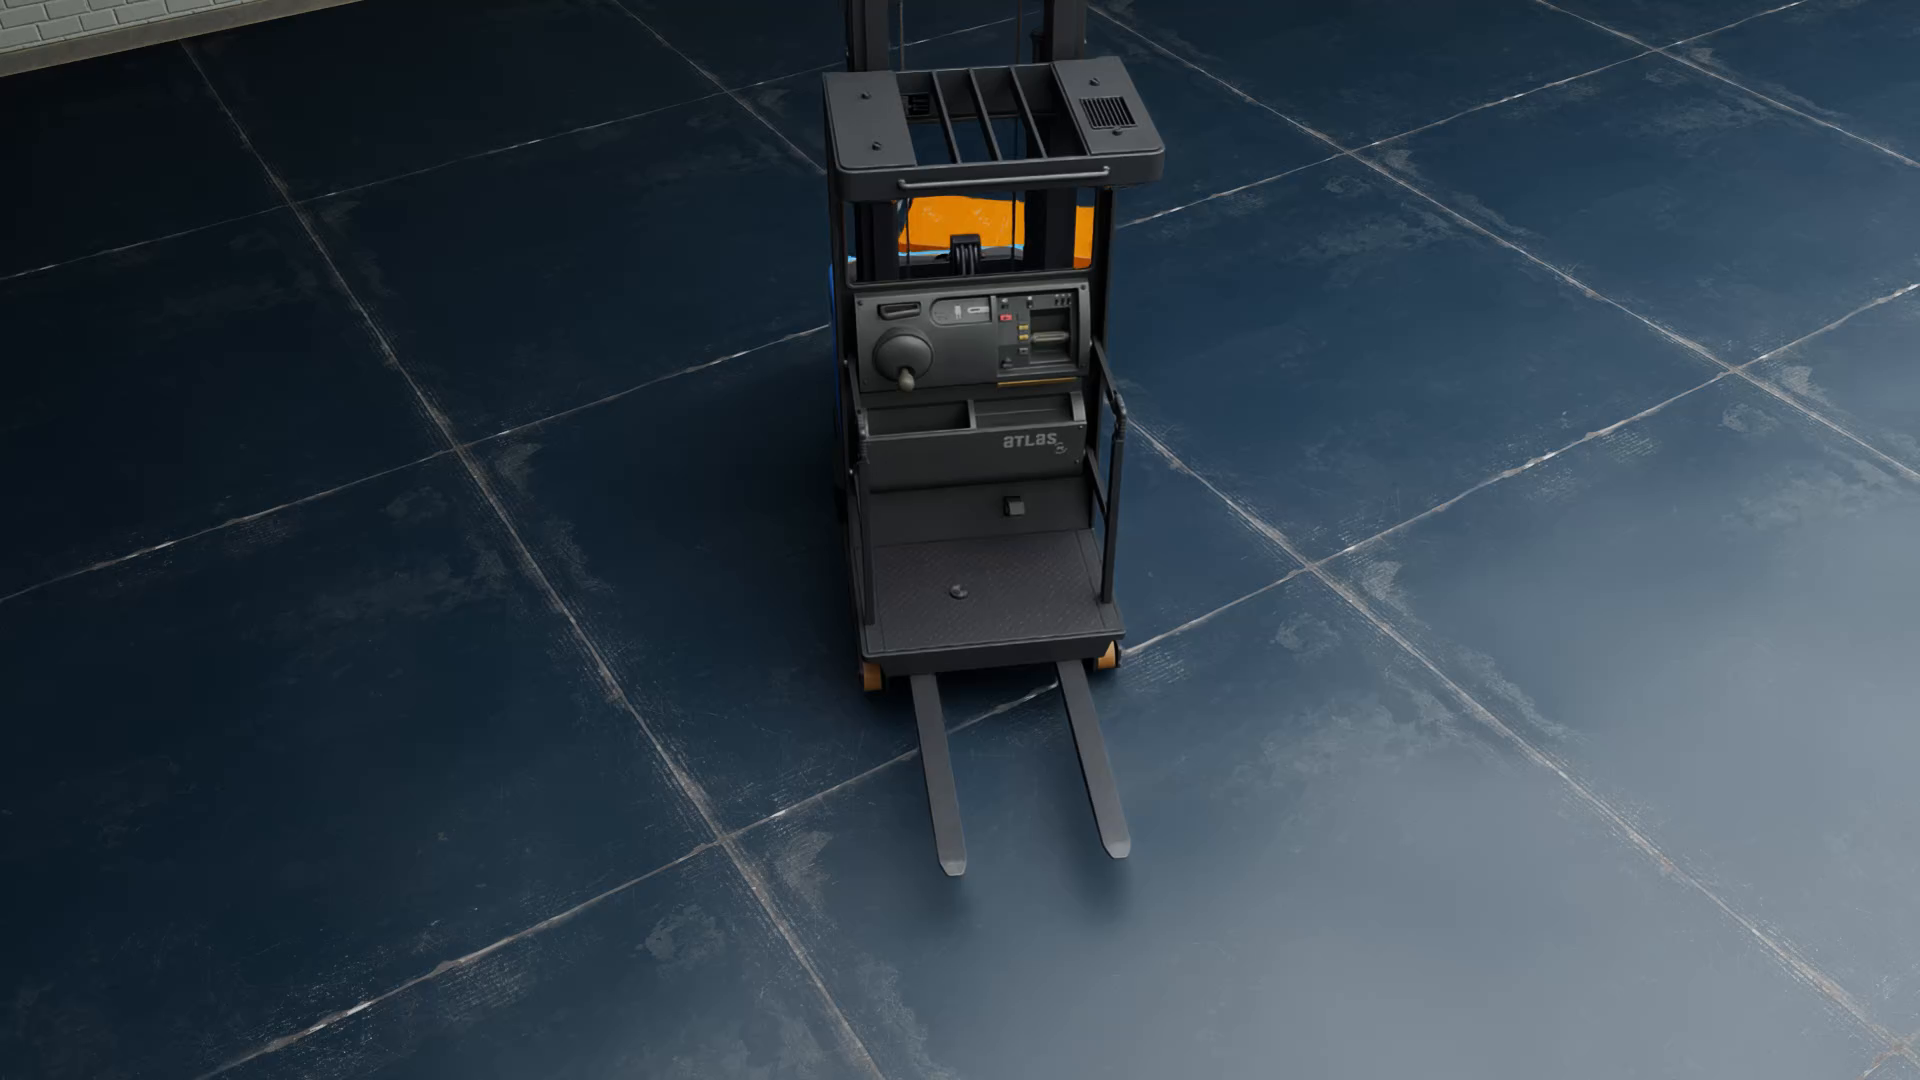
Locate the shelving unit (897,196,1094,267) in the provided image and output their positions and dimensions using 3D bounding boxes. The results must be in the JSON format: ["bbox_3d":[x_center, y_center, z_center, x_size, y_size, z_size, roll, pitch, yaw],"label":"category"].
[{"bbox_3d":[0.208,-1.228,8.405,1.048,1.125,0.538,6,40,7],"label":"shelving unit"}]

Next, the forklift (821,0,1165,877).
[{"bbox_3d":[0.083,-0.728,6.394,1.130,2.935,3.031,-5,40,-6],"label":"forklift"}]

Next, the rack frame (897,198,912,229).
[{"bbox_3d":[-0.294,-1.278,8.465,0.032,1.125,0.500,6,40,7],"label":"rack frame"}]

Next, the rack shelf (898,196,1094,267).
[{"bbox_3d":[0.208,-1.453,8.218,1.000,0.278,0.538,6,40,7],"label":"rack shelf"}]
